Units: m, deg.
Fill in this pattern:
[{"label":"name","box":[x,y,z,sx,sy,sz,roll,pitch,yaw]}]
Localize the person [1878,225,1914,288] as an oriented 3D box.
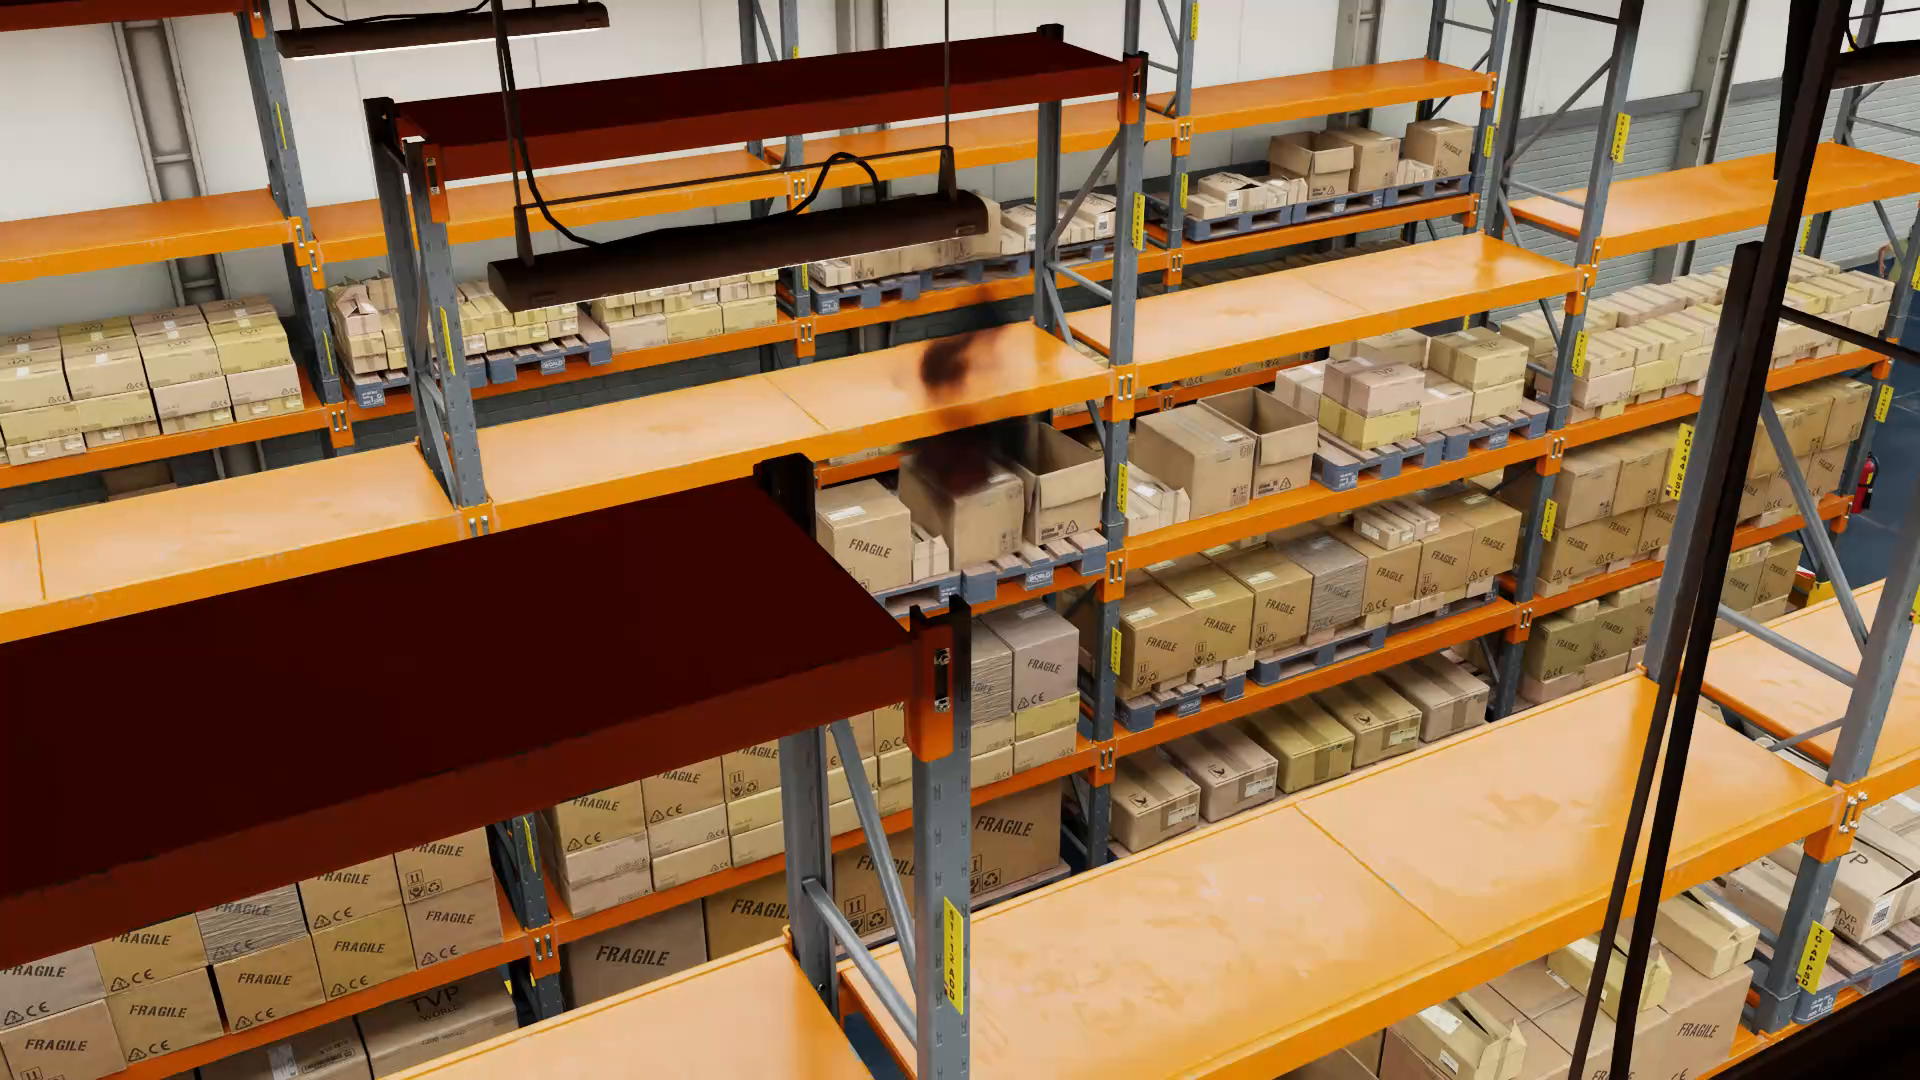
[{"label":"person","box":[12.223,-3.345,21.587,0.667,1.608,0.599,-16,32,-28]}]
